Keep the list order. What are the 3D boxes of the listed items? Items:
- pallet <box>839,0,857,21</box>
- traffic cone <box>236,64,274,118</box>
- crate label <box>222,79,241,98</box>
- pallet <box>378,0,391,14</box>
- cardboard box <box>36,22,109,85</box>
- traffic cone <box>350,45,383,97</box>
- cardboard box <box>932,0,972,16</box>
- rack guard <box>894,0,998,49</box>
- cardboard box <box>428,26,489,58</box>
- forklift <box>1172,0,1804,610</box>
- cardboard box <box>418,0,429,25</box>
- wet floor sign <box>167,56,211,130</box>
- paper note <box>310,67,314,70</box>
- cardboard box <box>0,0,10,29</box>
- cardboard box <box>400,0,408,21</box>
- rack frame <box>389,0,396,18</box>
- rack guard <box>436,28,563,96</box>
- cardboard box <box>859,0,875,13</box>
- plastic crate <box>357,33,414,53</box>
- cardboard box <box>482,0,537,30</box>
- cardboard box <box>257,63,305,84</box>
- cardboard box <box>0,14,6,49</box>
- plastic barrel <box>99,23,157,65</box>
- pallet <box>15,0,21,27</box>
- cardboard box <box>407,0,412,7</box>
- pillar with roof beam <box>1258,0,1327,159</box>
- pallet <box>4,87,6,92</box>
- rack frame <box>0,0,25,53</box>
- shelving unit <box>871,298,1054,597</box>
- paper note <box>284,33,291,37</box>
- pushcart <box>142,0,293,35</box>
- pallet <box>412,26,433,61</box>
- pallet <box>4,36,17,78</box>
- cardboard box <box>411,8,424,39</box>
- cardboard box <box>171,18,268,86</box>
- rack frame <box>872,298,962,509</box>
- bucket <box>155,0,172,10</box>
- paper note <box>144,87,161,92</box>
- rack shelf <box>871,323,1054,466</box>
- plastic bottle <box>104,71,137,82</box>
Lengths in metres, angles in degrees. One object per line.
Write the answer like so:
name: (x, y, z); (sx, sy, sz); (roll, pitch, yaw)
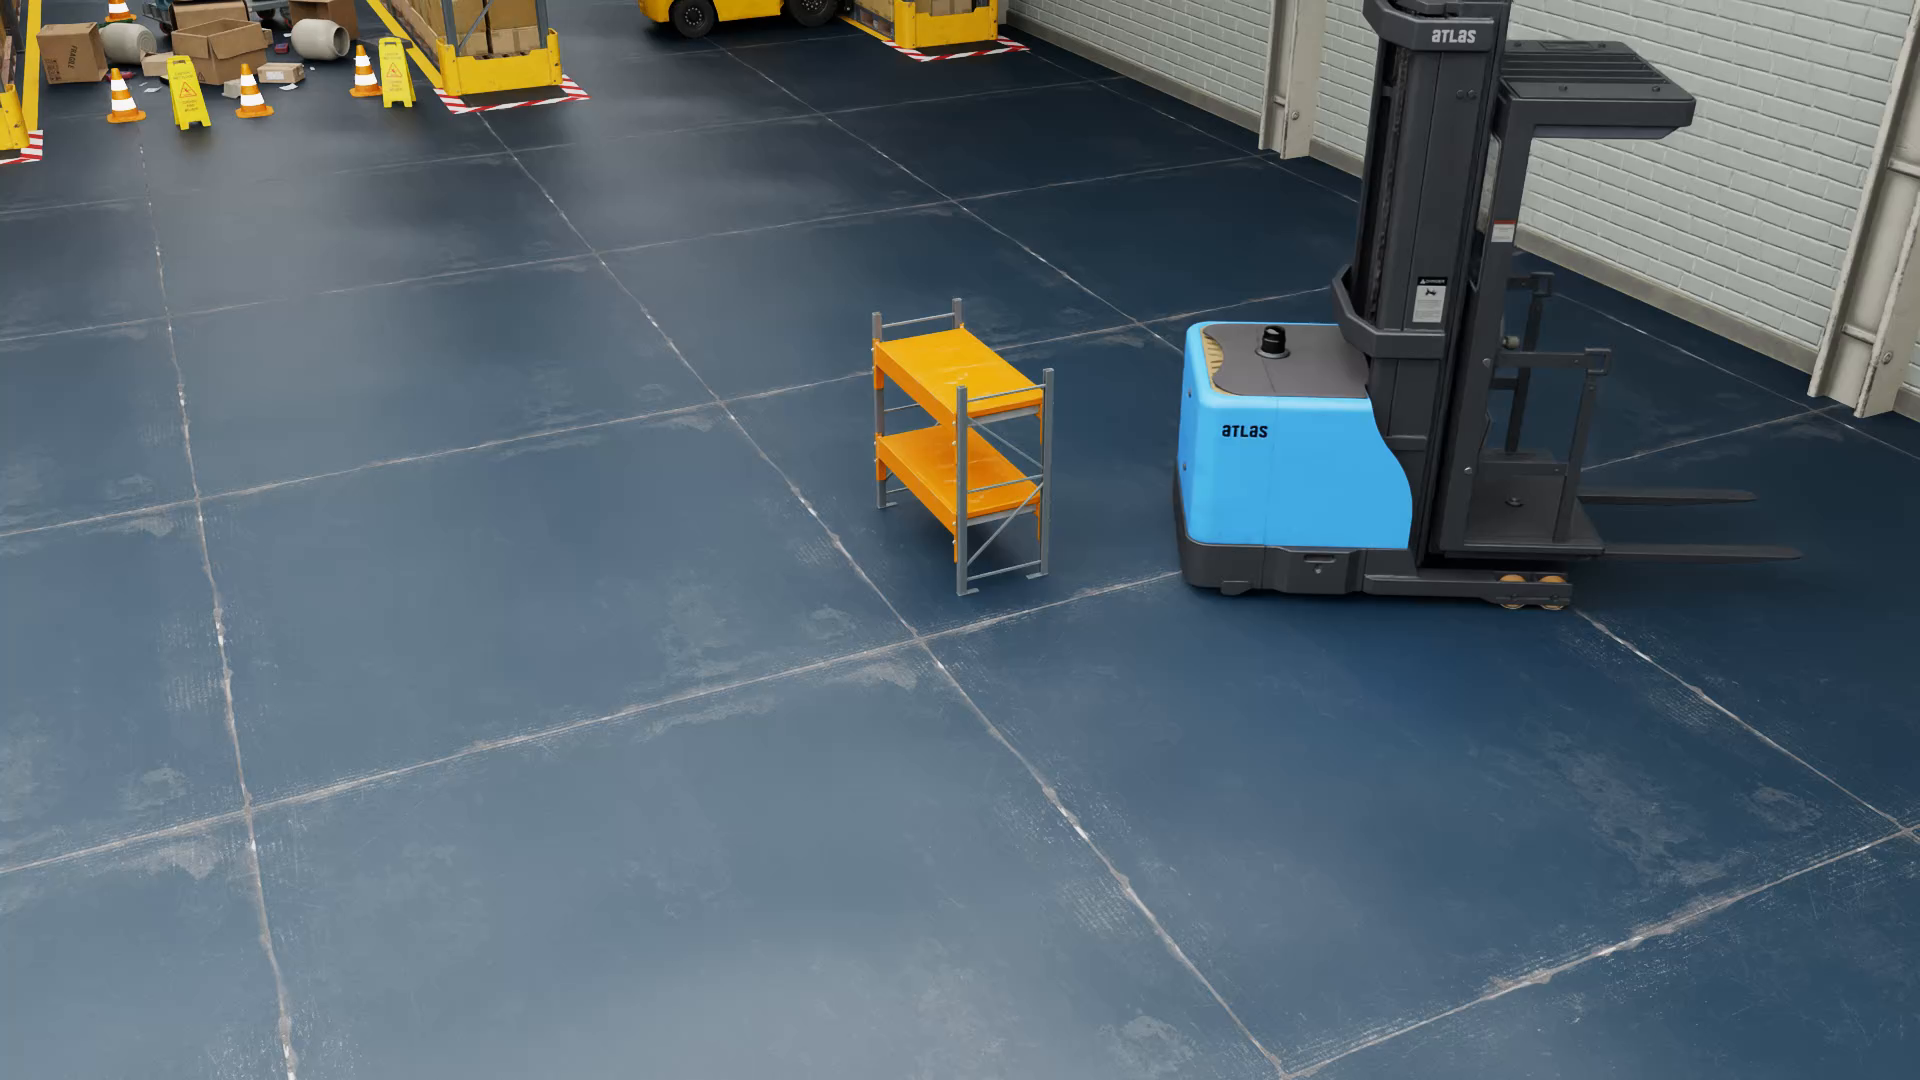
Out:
pallet: (-1.048, -6.619, 20.338); (1.003, 0.211, 1.213); (-13, 32, -22)
traffic cone: (-6.850, -4.354, 16.041); (0.336, 0.463, 0.334); (-13, 32, -22)
crate label: (-7.243, -4.546, 16.717); (0.298, 0.136, 0.250); (19, 34, 30)
pallet: (-6.696, -6.819, 20.694); (1.003, 0.211, 1.213); (-13, 32, -22)
cardboard box: (-9.195, -5.048, 17.238); (0.500, 0.500, 0.500); (-8, 30, -13)
traffic cone: (-5.993, -4.737, 16.724); (0.336, 0.463, 0.334); (-13, 32, -22)
cardboard box: (-0.196, -6.210, 19.140); (0.500, 0.250, 0.500); (-13, 32, -22)
rack guard: (-0.152, -5.867, 18.702); (1.175, 0.500, 0.348); (-13, 32, -22)
cardboard box: (-5.244, -5.219, 17.373); (0.500, 0.250, 0.500); (-13, 32, -22)
forklift: (2.643, -1.204, 7.900); (3.031, 2.935, 1.130); (1, 29, 3)
cardboard box: (-5.450, -5.764, 17.578); (0.500, 0.500, 0.500); (-12, 31, -20)
wet floor sign: (-7.270, -4.216, 15.609); (0.267, 0.644, 0.232); (-19, 35, -30)
paper note: (-6.891, -5.018, 17.689); (0.032, 0.001, 0.123); (-13, 32, -22)
cardboard box: (-11.136, -6.064, 18.369); (1.050, 0.750, 0.750); (-13, 32, -22)
cardboard box: (-6.112, -6.124, 18.987); (0.500, 0.250, 0.500); (-11, 31, -19)
rack frame: (-6.361, -7.691, 19.399); (1.000, 3.000, 0.127); (-13, 32, -22)
rack guard: (-4.676, -4.868, 16.919); (1.175, 0.500, 0.348); (-13, 32, -22)
cardboard box: (-0.854, -6.315, 19.327); (0.500, 0.250, 0.500); (-13, 32, -22)
plastic crate: (-6.427, -5.552, 18.569); (0.583, 0.080, 0.402); (26, 38, 38)
cardboard box: (-4.751, -5.660, 17.392); (0.500, 0.500, 0.500); (-14, 32, -24)
cardboard box: (-7.030, -4.835, 17.221); (0.380, 0.149, 0.250); (2, 29, 4)
cardboard box: (-10.581, -5.571, 17.361); (0.875, 0.875, 0.875); (-13, 32, -21)
plastic barrel: (-8.916, -5.304, 17.777); (0.512, 0.421, 0.421); (7, 30, 13)
pallet: (-11.715, -6.256, 19.690); (1.003, 0.211, 1.213); (-13, 32, -22)
cardboard box: (-5.890, -6.221, 18.393); (0.500, 0.500, 0.500); (-11, 31, -19)
pillar with roof beam: (-0.959, -6.527, 11.190); (9.100, 9.000, 0.400); (-13, 32, -22)
pallet: (-9.485, -3.961, 15.598); (1.003, 0.211, 1.213); (-13, 32, -22)
rack frame: (-10.788, -6.607, 17.466); (1.000, 3.000, 0.127); (-13, 32, -22)
shelving unit: (-0.003, -0.494, 8.480); (0.538, 1.125, 1.048); (-13, 32, -22)
paper note: (-7.674, -5.804, 19.069); (0.148, 0.019, 0.142); (-13, 32, -22)
pushcart: (-8.399, -6.047, 19.147); (0.936, 0.377, 1.648); (26, 38, 38)
pallet: (-5.513, -5.646, 18.603); (1.003, 0.211, 1.213); (-13, 32, -22)
pallet: (-10.532, -5.039, 17.520); (1.003, 0.211, 1.213); (-13, 32, -22)
cardboard box: (-5.679, -5.669, 18.175); (0.500, 0.250, 0.500); (-14, 32, -24)
cardboard box: (-7.684, -5.080, 17.294); (0.637, 0.503, 0.797); (13, 32, 21)
rack frame: (-0.221, -0.718, 8.881); (0.500, 1.125, 0.032); (-13, 32, -22)
bucket: (-8.647, -6.266, 18.651); (0.726, 0.611, 0.620); (-3, 19, -5)
paper note: (-8.193, -4.575, 16.880); (0.144, 0.017, 0.142); (-3, 29, -5)
rack shelf: (-0.003, -0.749, 8.337); (0.538, 0.278, 1.000); (-13, 32, -22)
plastic bottle: (-8.730, -4.829, 17.299); (0.133, 0.061, 0.283); (26, 38, 38)
